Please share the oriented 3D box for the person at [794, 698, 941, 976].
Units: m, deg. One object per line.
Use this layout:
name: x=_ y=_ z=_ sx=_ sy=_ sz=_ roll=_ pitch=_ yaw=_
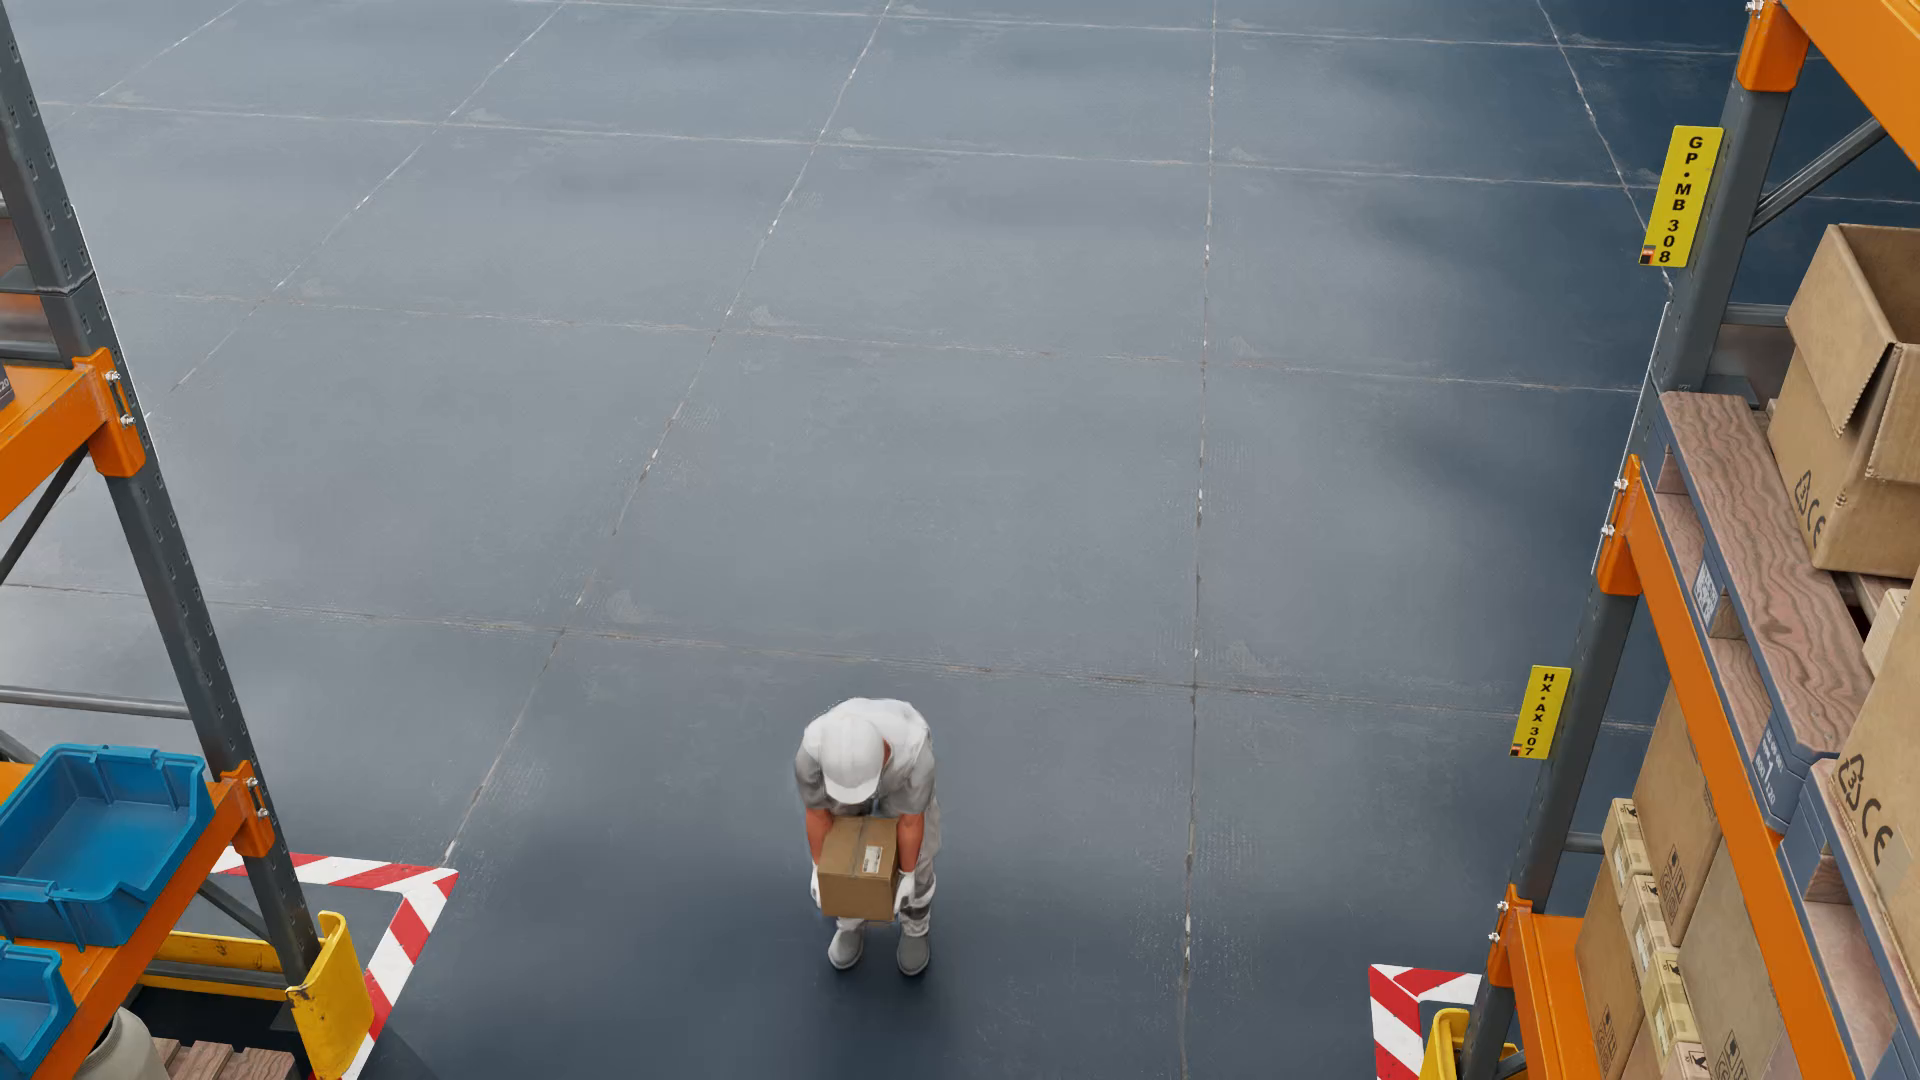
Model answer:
person: x=-0.318 y=1.033 z=5.799 sx=0.483 sy=1.540 sz=0.819 roll=4 pitch=36 yaw=5
